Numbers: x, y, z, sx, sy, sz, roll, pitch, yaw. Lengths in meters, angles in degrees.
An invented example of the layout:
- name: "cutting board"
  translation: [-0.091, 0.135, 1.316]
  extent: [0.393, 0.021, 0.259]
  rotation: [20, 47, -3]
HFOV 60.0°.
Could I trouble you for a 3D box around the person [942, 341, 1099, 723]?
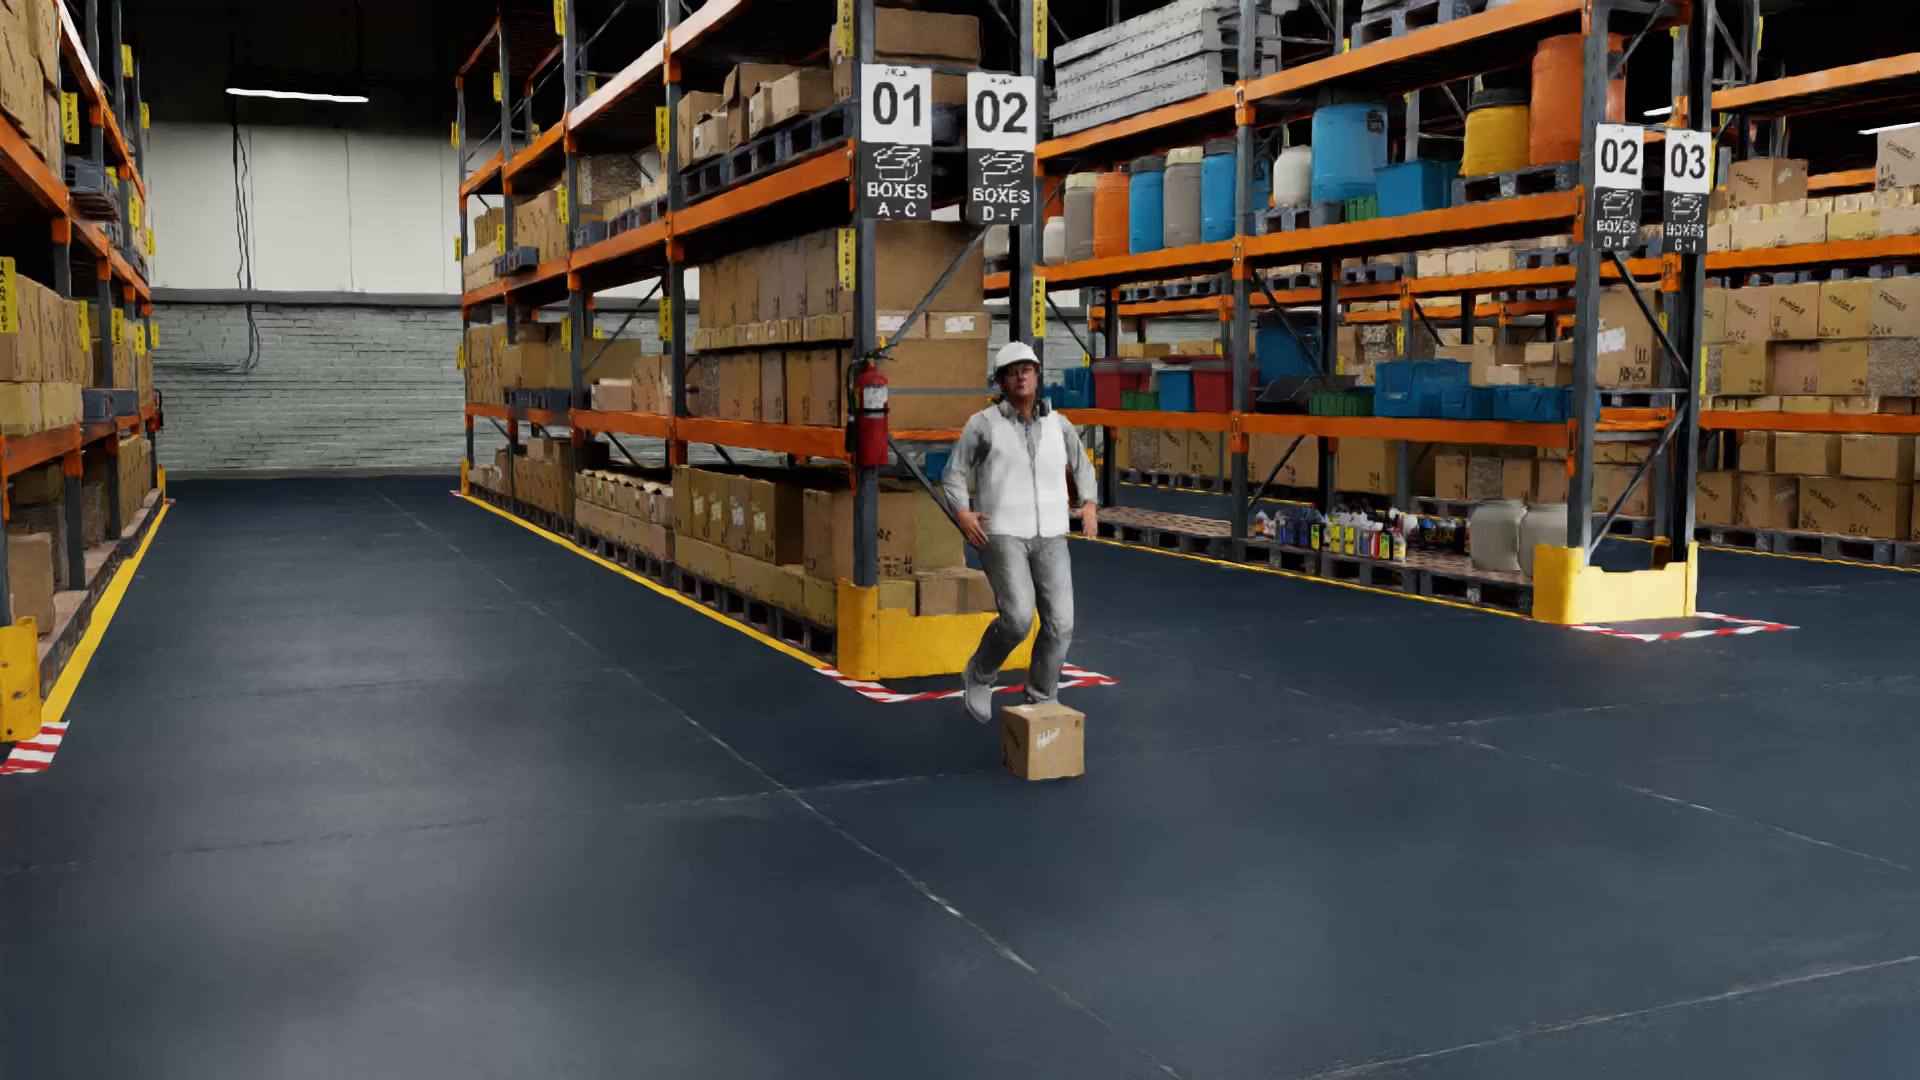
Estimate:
- name: "person"
  translation: [0.319, -0.018, 7.485]
  extent: [0.716, 1.748, 0.503]
  rotation: [-2, 6, -23]
